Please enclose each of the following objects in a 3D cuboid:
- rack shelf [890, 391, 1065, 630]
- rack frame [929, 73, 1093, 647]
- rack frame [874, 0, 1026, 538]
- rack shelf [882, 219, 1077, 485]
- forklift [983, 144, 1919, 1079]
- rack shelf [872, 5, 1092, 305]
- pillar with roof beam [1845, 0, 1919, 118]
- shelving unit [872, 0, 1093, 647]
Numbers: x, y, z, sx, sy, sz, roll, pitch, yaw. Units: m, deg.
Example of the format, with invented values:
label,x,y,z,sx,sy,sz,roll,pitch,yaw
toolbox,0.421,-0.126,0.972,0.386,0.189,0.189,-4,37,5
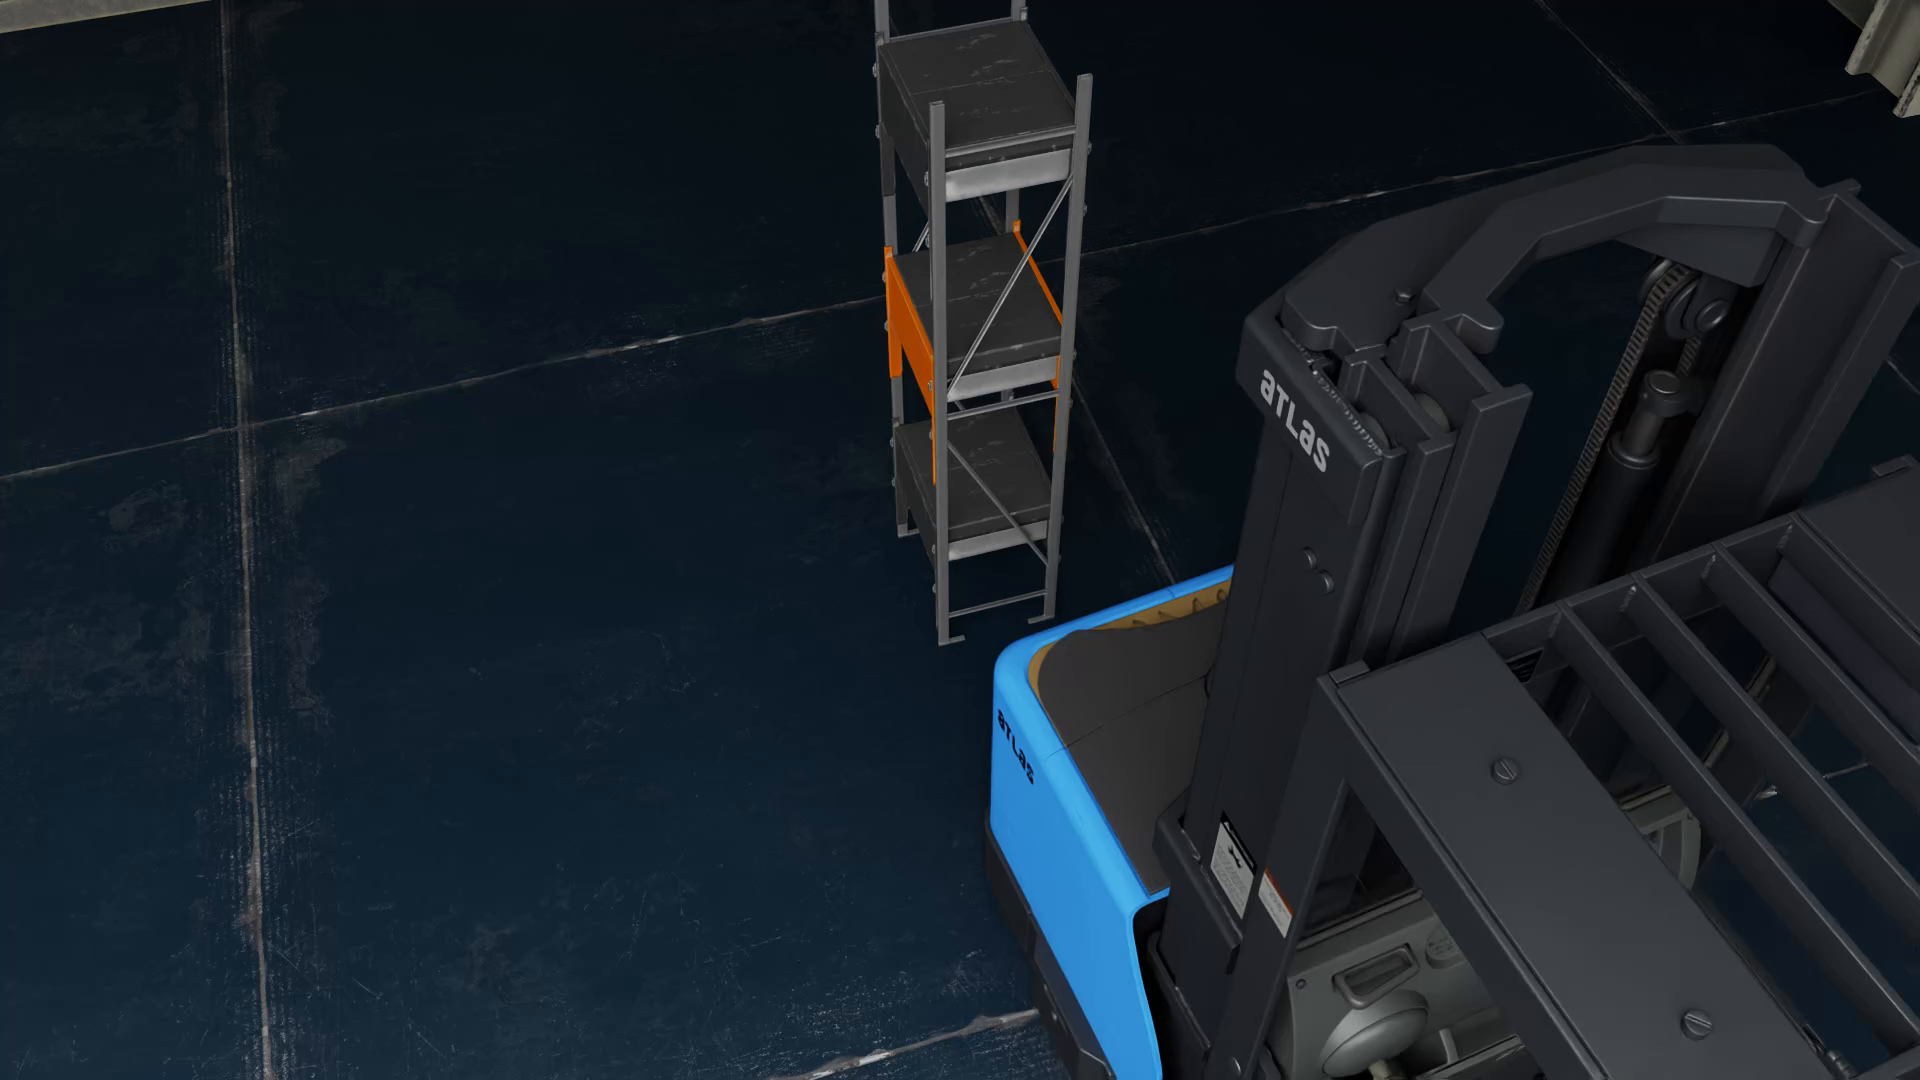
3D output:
label,x,y,z,sx,sy,sz,roll,pitch,yaw
rack shelf,0.049,-0.096,5.391,0.431,0.518,0.480,-13,51,-11
rack frame,0.121,-0.378,4.695,0.400,2.100,0.015,-13,51,-11
rack frame,-0.023,-0.734,4.996,0.400,2.100,0.015,-13,51,-11
rack shelf,0.049,-0.547,4.856,0.431,0.518,0.480,-13,51,-11
forklift,1.118,0.904,3.071,1.130,2.935,3.031,-18,52,-15
rack shelf,0.049,-0.998,4.321,0.431,0.518,0.480,-13,51,-11
pillar with roof beam,0.109,-3.962,3.205,9.100,9.000,0.400,-13,51,-11
shelving unit,0.049,-0.556,4.845,0.431,2.100,0.503,-13,51,-11
